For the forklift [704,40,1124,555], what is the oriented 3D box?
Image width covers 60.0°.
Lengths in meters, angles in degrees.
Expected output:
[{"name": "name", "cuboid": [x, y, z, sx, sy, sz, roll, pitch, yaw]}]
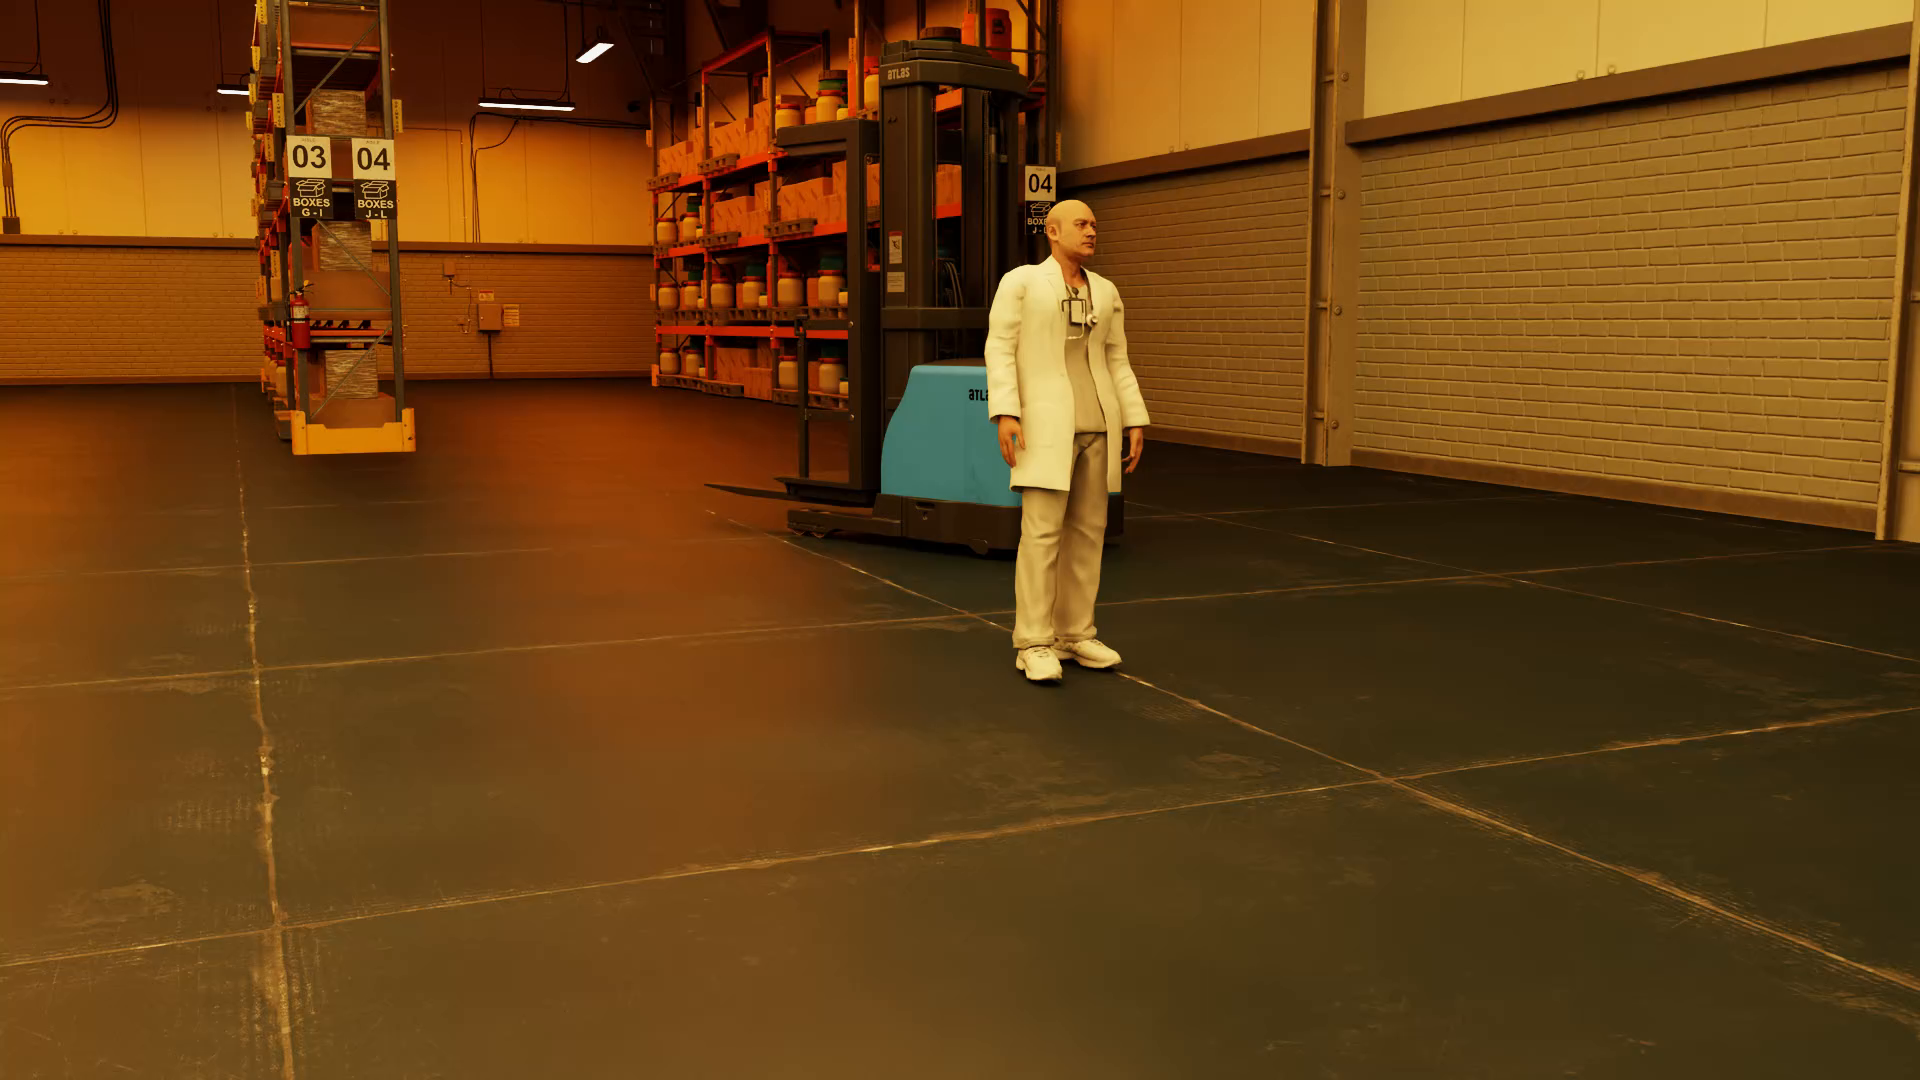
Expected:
[{"name": "forklift", "cuboid": [-0.436, -1.509, 10.383, 3.031, 2.935, 1.130, 7, 10, 44]}]

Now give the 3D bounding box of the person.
[{"name": "person", "cuboid": [0.460, -0.399, 6.319, 0.698, 1.778, 0.579, -4, 8, -27]}]
